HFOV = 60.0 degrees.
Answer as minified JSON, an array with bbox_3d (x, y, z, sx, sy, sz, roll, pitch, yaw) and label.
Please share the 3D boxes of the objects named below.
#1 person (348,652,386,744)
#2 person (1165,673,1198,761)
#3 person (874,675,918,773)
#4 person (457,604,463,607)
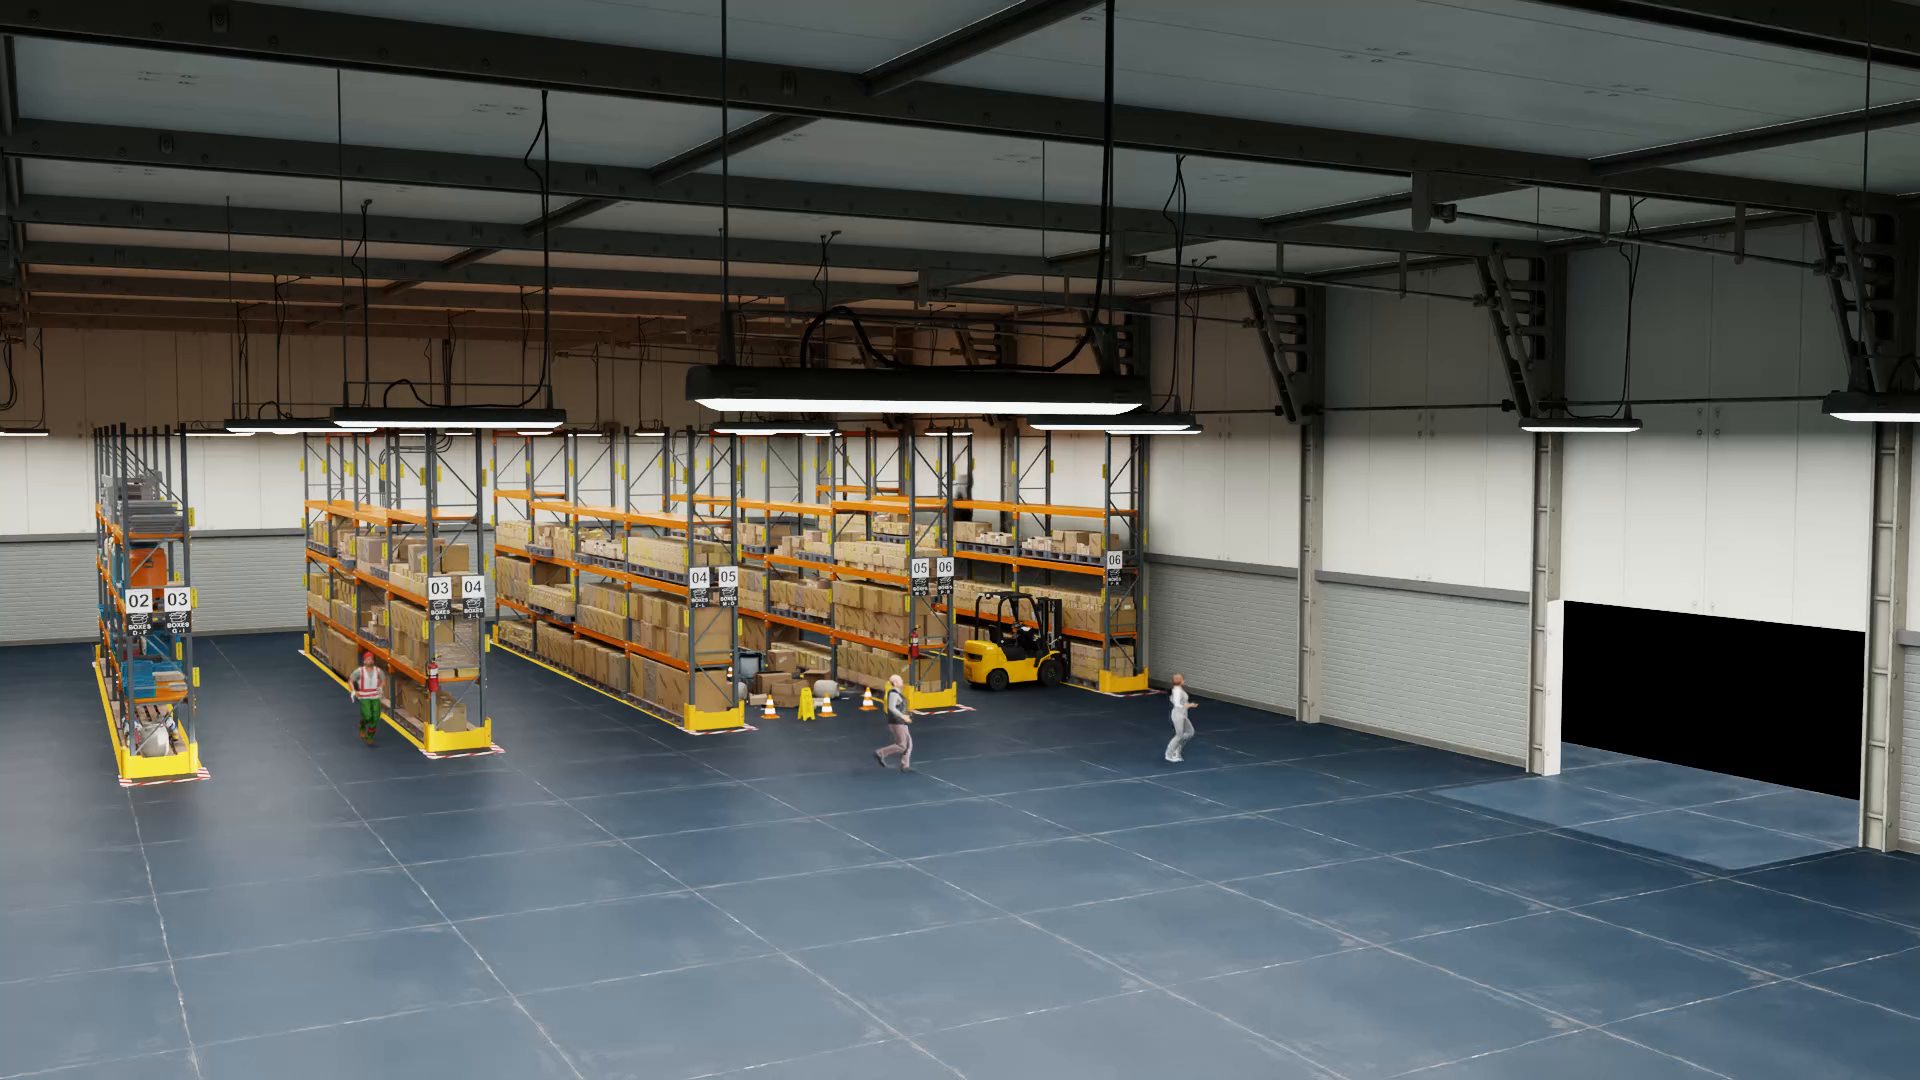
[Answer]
[{"bbox_3d":[-11.035,2.968,31.093,0.656,1.739,0.587,-2,4,-35],"label":"person"},{"bbox_3d":[3.923,3.144,29.412,0.596,1.575,0.517,1,4,17],"label":"person"},{"bbox_3d":[-1.097,3.150,28.475,0.762,1.688,0.675,0,3,-1],"label":"person"},{"bbox_3d":[-14.077,2.133,46.001,0.691,1.642,0.853,-1,4,-16],"label":"person"}]
